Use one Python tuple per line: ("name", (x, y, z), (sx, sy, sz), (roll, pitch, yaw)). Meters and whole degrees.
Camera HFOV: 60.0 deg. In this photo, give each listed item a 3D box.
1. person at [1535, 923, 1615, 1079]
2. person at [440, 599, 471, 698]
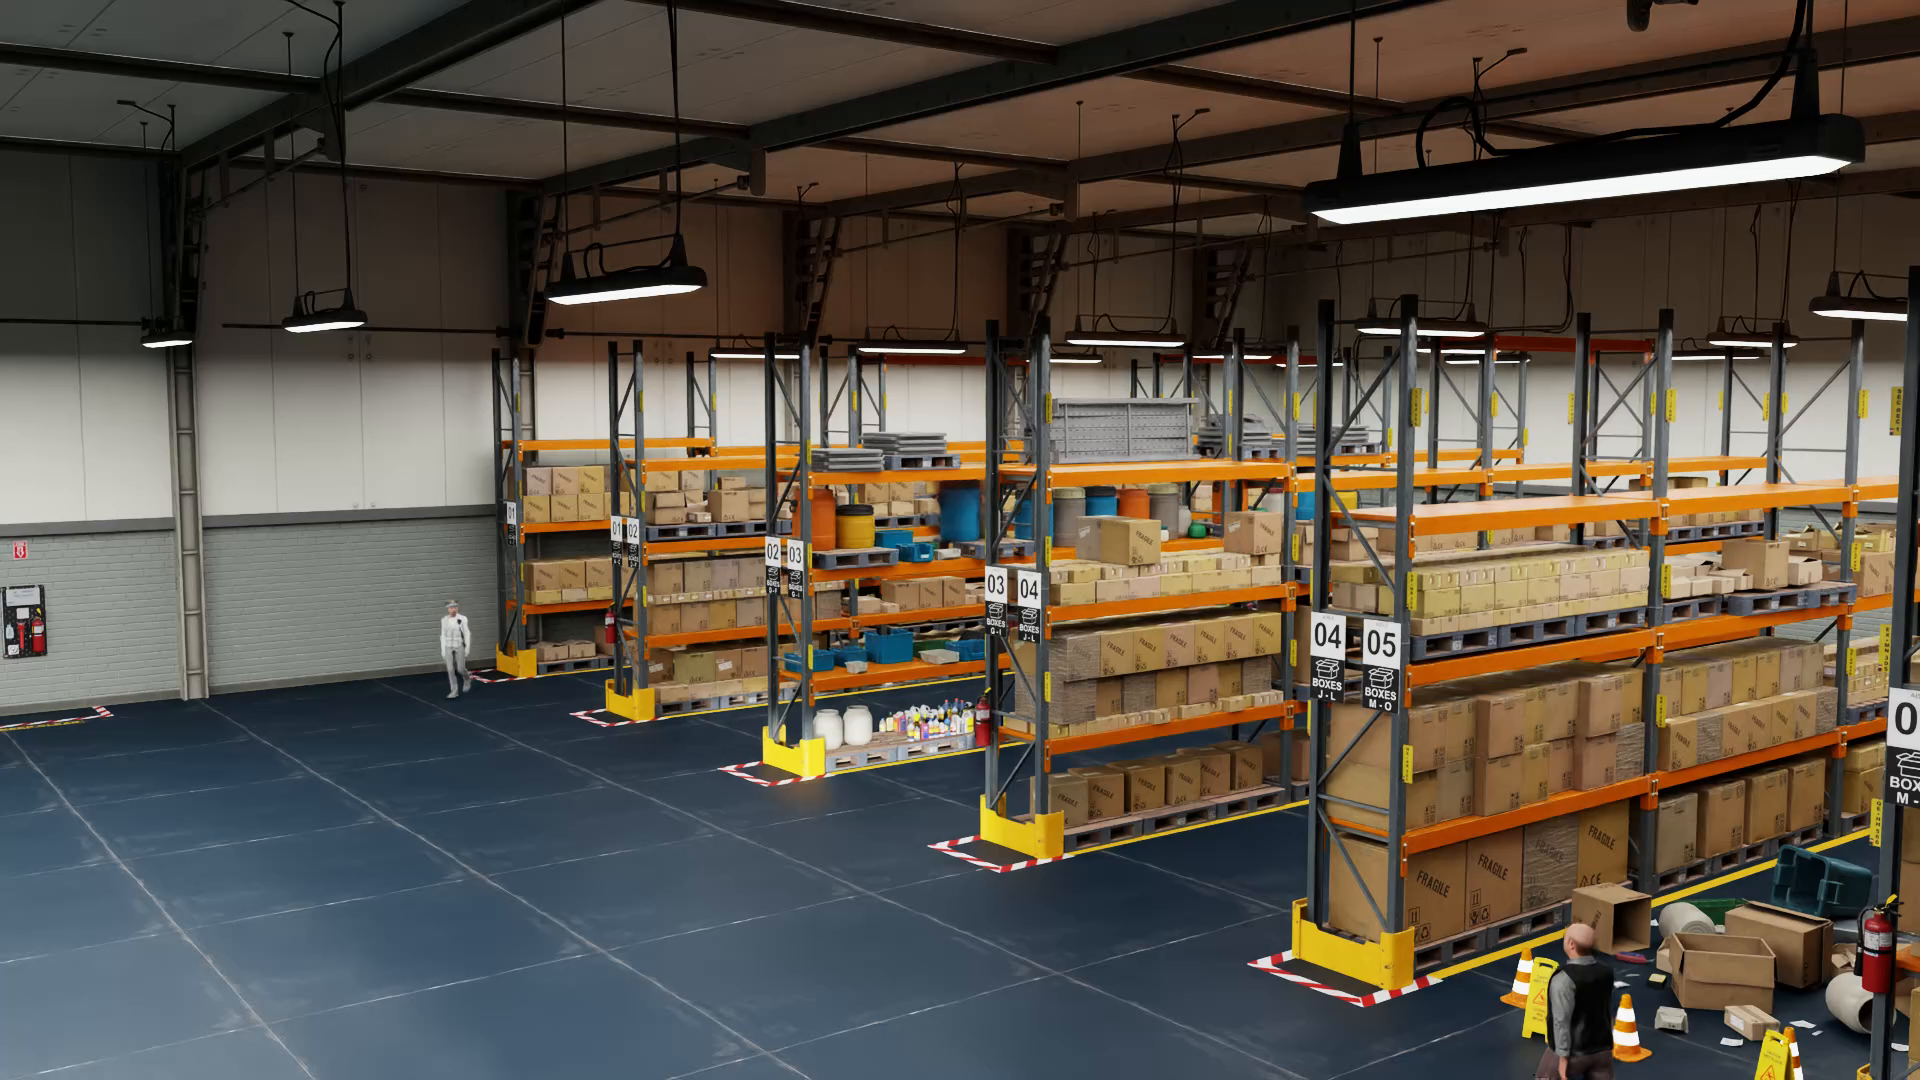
("person", (4.085, 3.362, 11.006), (0.543, 1.674, 1.070), (-2, 5, -23))
("person", (-8.573, 1.825, 28.305), (0.475, 1.674, 0.564), (1, 5, 7))
